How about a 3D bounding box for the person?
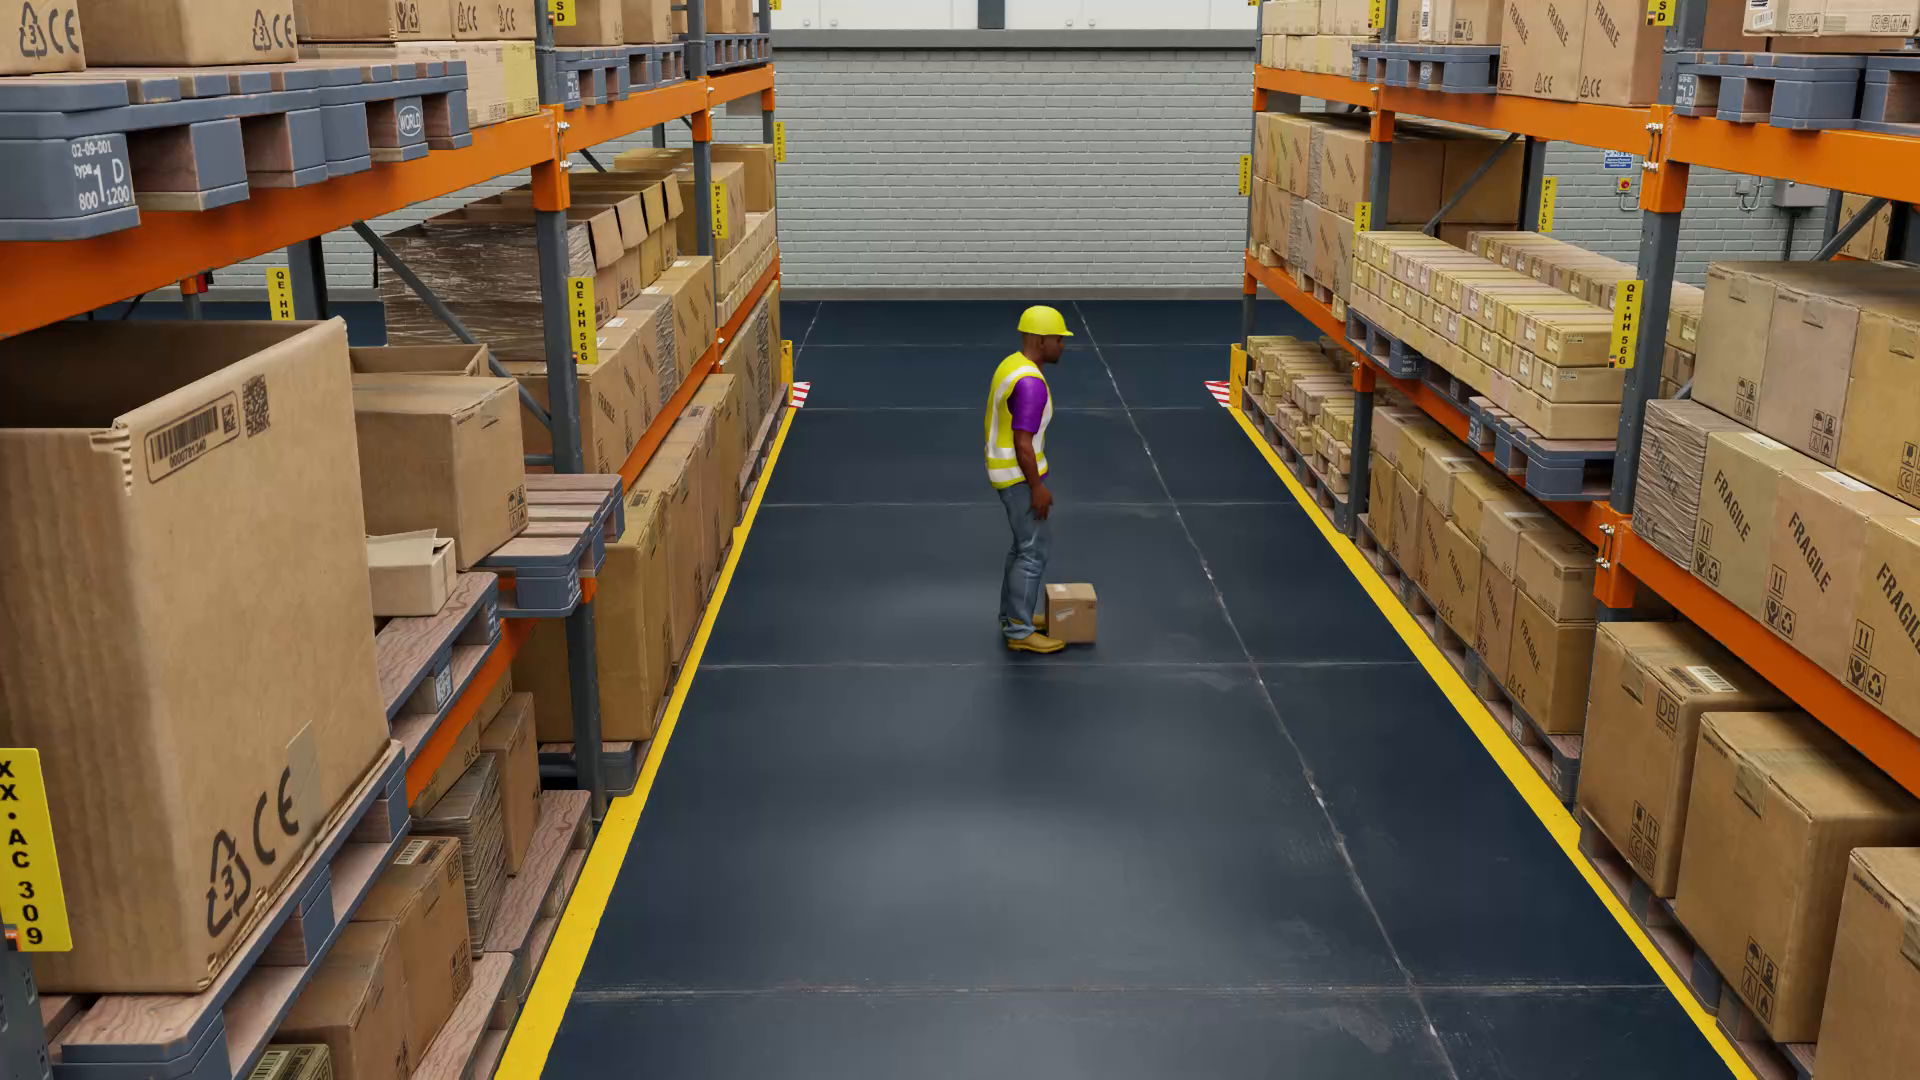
[{"bbox_3d":[0.353,-0.328,8.585,0.455,1.760,0.613,-1,17,-3],"label":"person"}]
